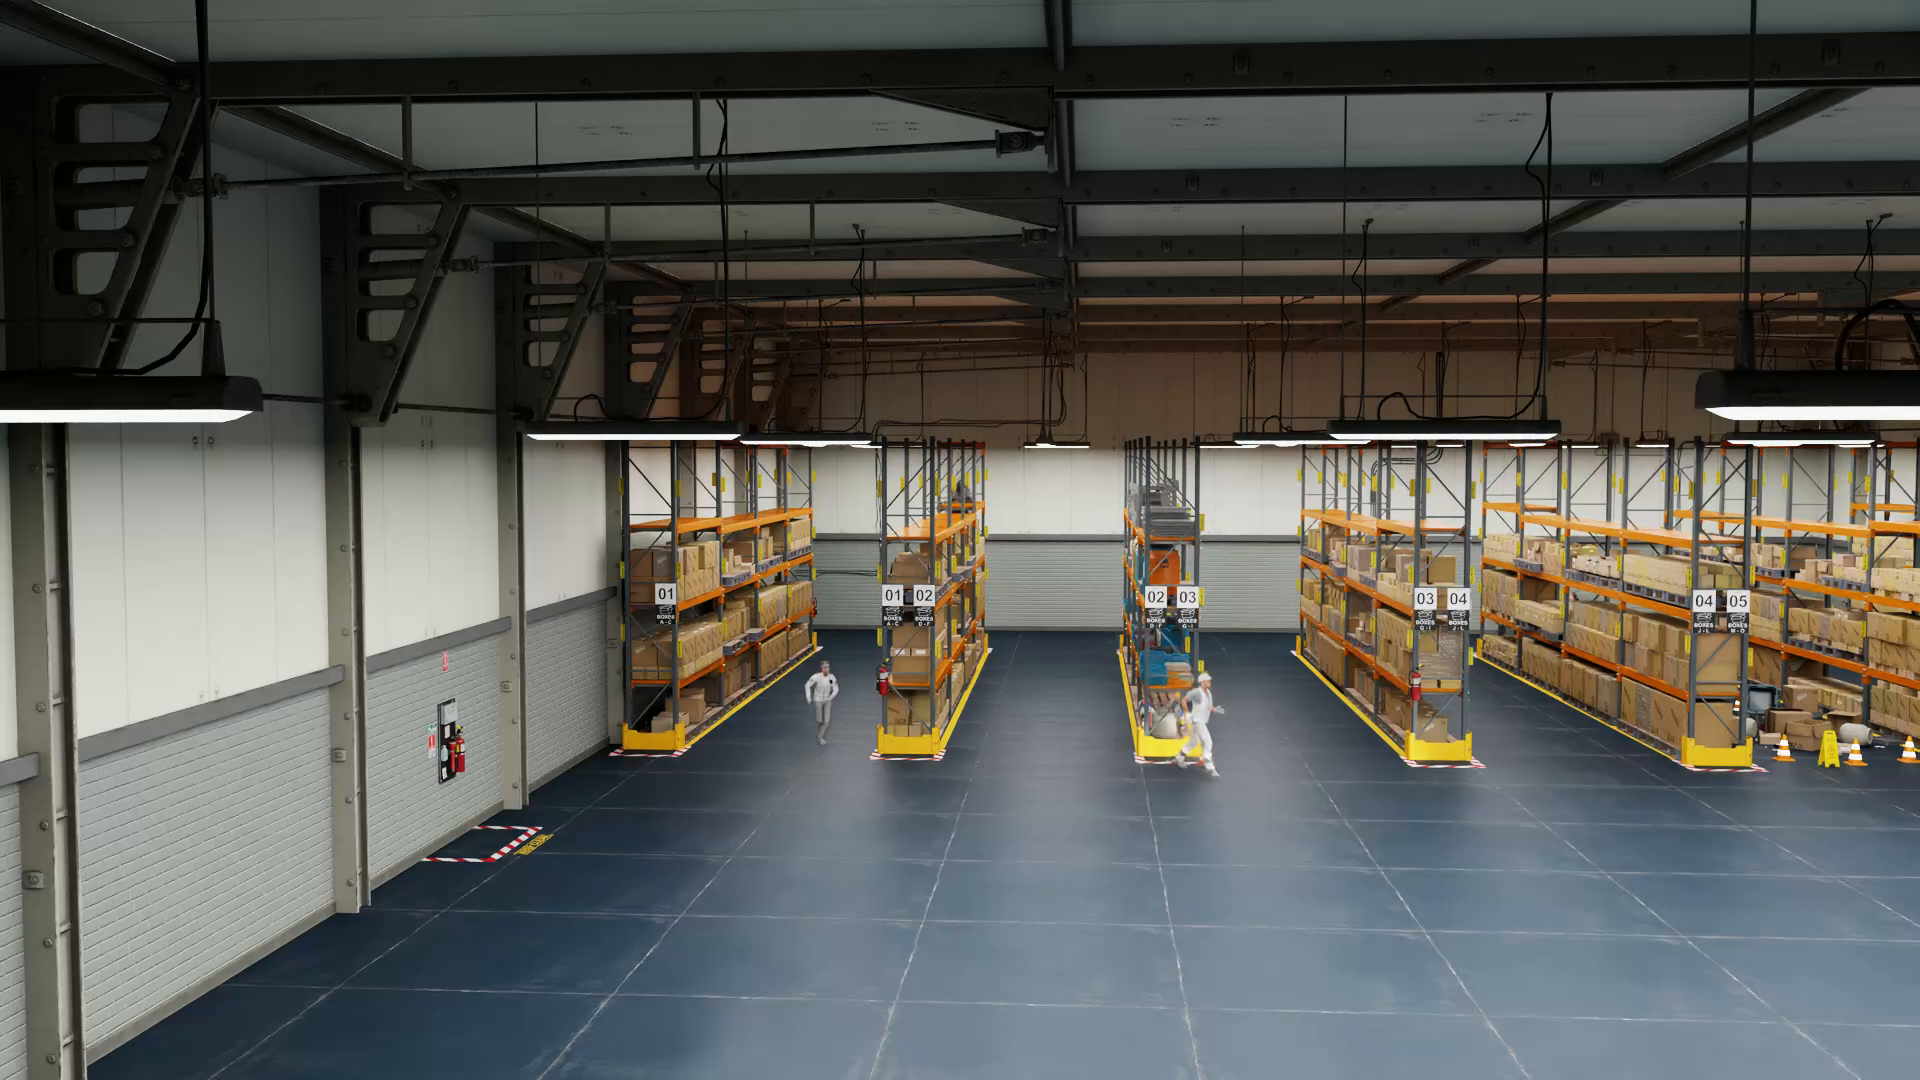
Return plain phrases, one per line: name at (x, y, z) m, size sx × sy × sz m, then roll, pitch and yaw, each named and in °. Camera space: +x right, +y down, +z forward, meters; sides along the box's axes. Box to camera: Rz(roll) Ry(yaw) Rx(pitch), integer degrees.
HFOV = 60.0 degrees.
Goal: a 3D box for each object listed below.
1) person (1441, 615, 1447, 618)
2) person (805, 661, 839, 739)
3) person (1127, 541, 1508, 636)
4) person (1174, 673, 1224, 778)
person at (13.391, 1.927, 46.263) m, size 0.714 × 0.906 × 0.405 m, roll 2°, pitch 4°, yaw 32°
person at (-2.712, 3.131, 32.655) m, size 0.638 × 1.567 × 0.493 m, roll -1°, pitch 3°, yaw -16°
person at (10.333, 1.609, 47.305) m, size 8.826 × 3.202 × 7.151 m, roll 2°, pitch 4°, yaw 38°
person at (4.698, 2.923, 35.687) m, size 6.372 × 1.815 × 11.864 m, roll 2°, pitch 4°, yaw 30°
